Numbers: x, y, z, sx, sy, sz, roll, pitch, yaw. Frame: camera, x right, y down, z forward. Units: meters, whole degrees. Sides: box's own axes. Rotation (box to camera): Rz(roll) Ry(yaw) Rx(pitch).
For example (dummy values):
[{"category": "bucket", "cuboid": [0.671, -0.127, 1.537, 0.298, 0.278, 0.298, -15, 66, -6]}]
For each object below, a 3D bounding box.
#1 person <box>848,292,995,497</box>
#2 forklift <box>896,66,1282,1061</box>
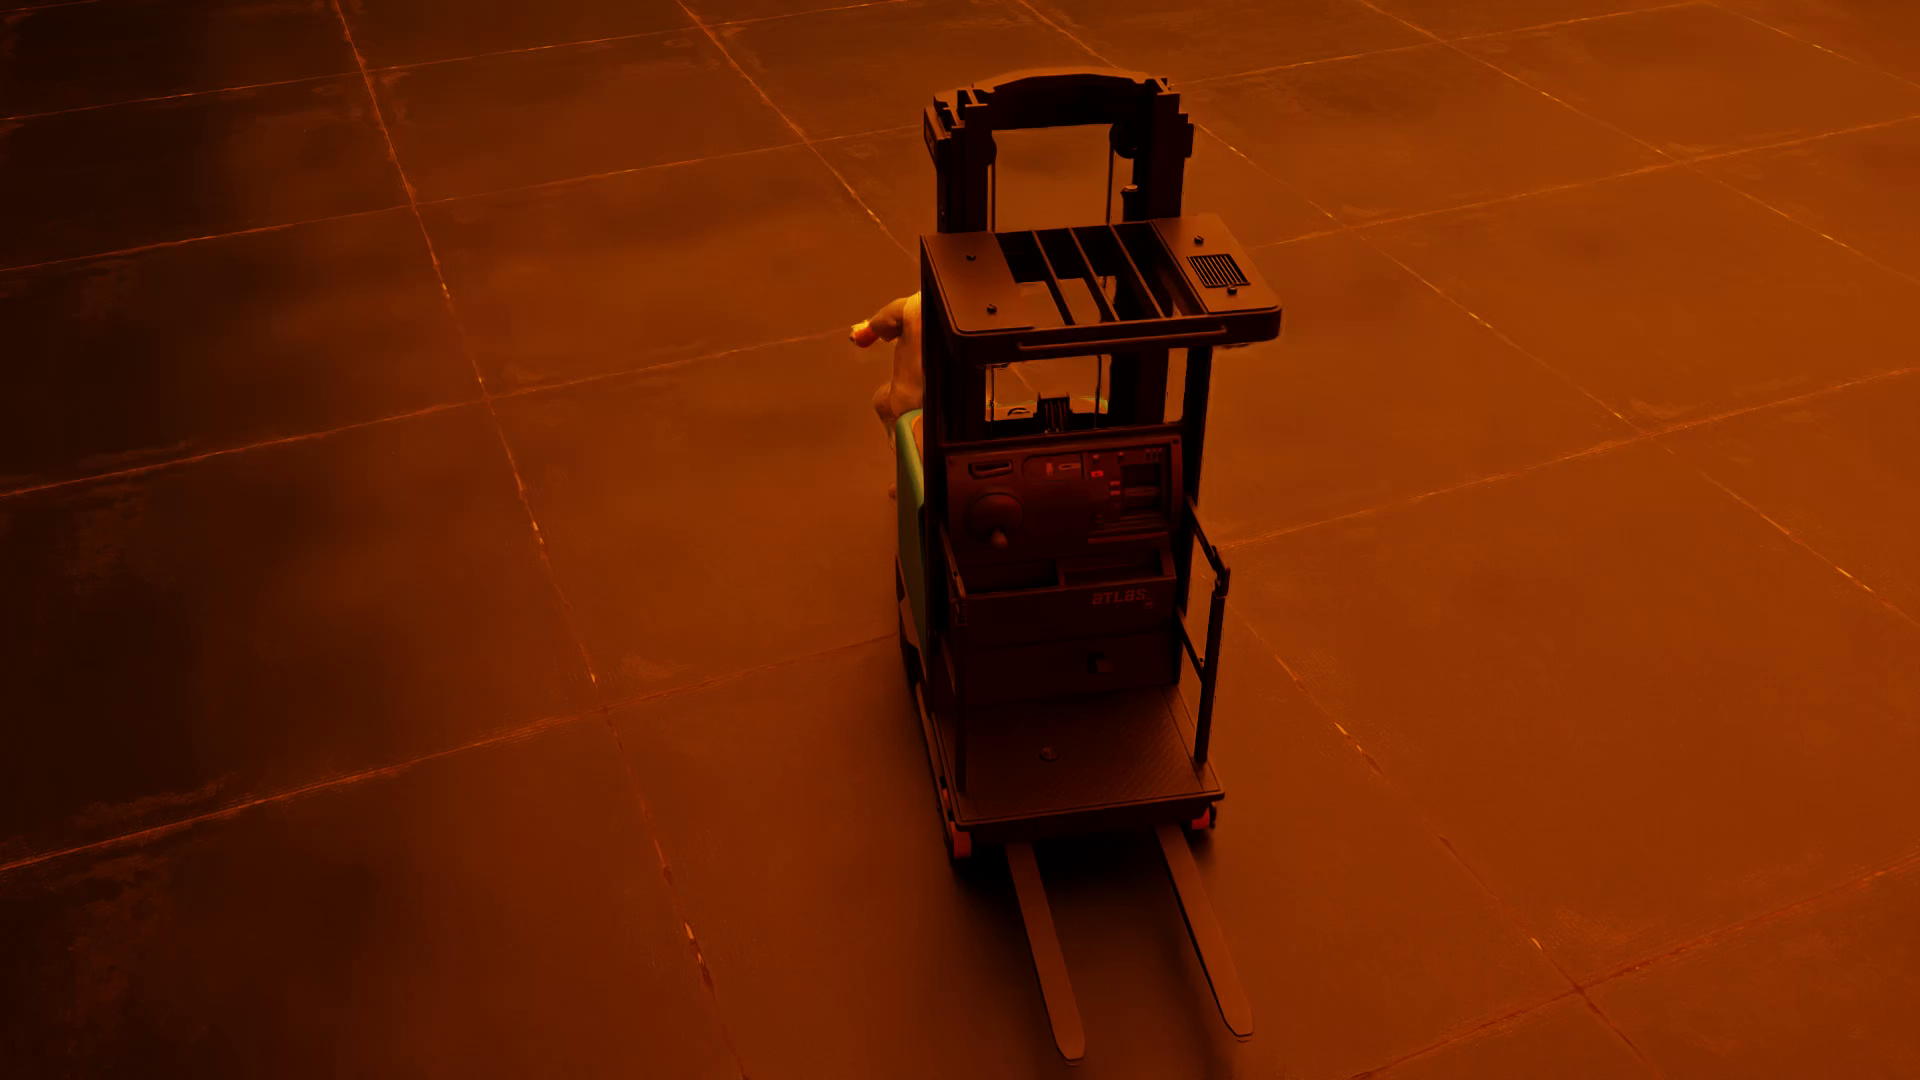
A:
[{"category": "person", "cuboid": [-0.113, -0.833, 8.428, 0.925, 1.595, 0.716, 3, 36, 4]}, {"category": "forklift", "cuboid": [0.444, -0.118, 6.264, 1.130, 2.935, 3.031, -6, 36, -8]}]
